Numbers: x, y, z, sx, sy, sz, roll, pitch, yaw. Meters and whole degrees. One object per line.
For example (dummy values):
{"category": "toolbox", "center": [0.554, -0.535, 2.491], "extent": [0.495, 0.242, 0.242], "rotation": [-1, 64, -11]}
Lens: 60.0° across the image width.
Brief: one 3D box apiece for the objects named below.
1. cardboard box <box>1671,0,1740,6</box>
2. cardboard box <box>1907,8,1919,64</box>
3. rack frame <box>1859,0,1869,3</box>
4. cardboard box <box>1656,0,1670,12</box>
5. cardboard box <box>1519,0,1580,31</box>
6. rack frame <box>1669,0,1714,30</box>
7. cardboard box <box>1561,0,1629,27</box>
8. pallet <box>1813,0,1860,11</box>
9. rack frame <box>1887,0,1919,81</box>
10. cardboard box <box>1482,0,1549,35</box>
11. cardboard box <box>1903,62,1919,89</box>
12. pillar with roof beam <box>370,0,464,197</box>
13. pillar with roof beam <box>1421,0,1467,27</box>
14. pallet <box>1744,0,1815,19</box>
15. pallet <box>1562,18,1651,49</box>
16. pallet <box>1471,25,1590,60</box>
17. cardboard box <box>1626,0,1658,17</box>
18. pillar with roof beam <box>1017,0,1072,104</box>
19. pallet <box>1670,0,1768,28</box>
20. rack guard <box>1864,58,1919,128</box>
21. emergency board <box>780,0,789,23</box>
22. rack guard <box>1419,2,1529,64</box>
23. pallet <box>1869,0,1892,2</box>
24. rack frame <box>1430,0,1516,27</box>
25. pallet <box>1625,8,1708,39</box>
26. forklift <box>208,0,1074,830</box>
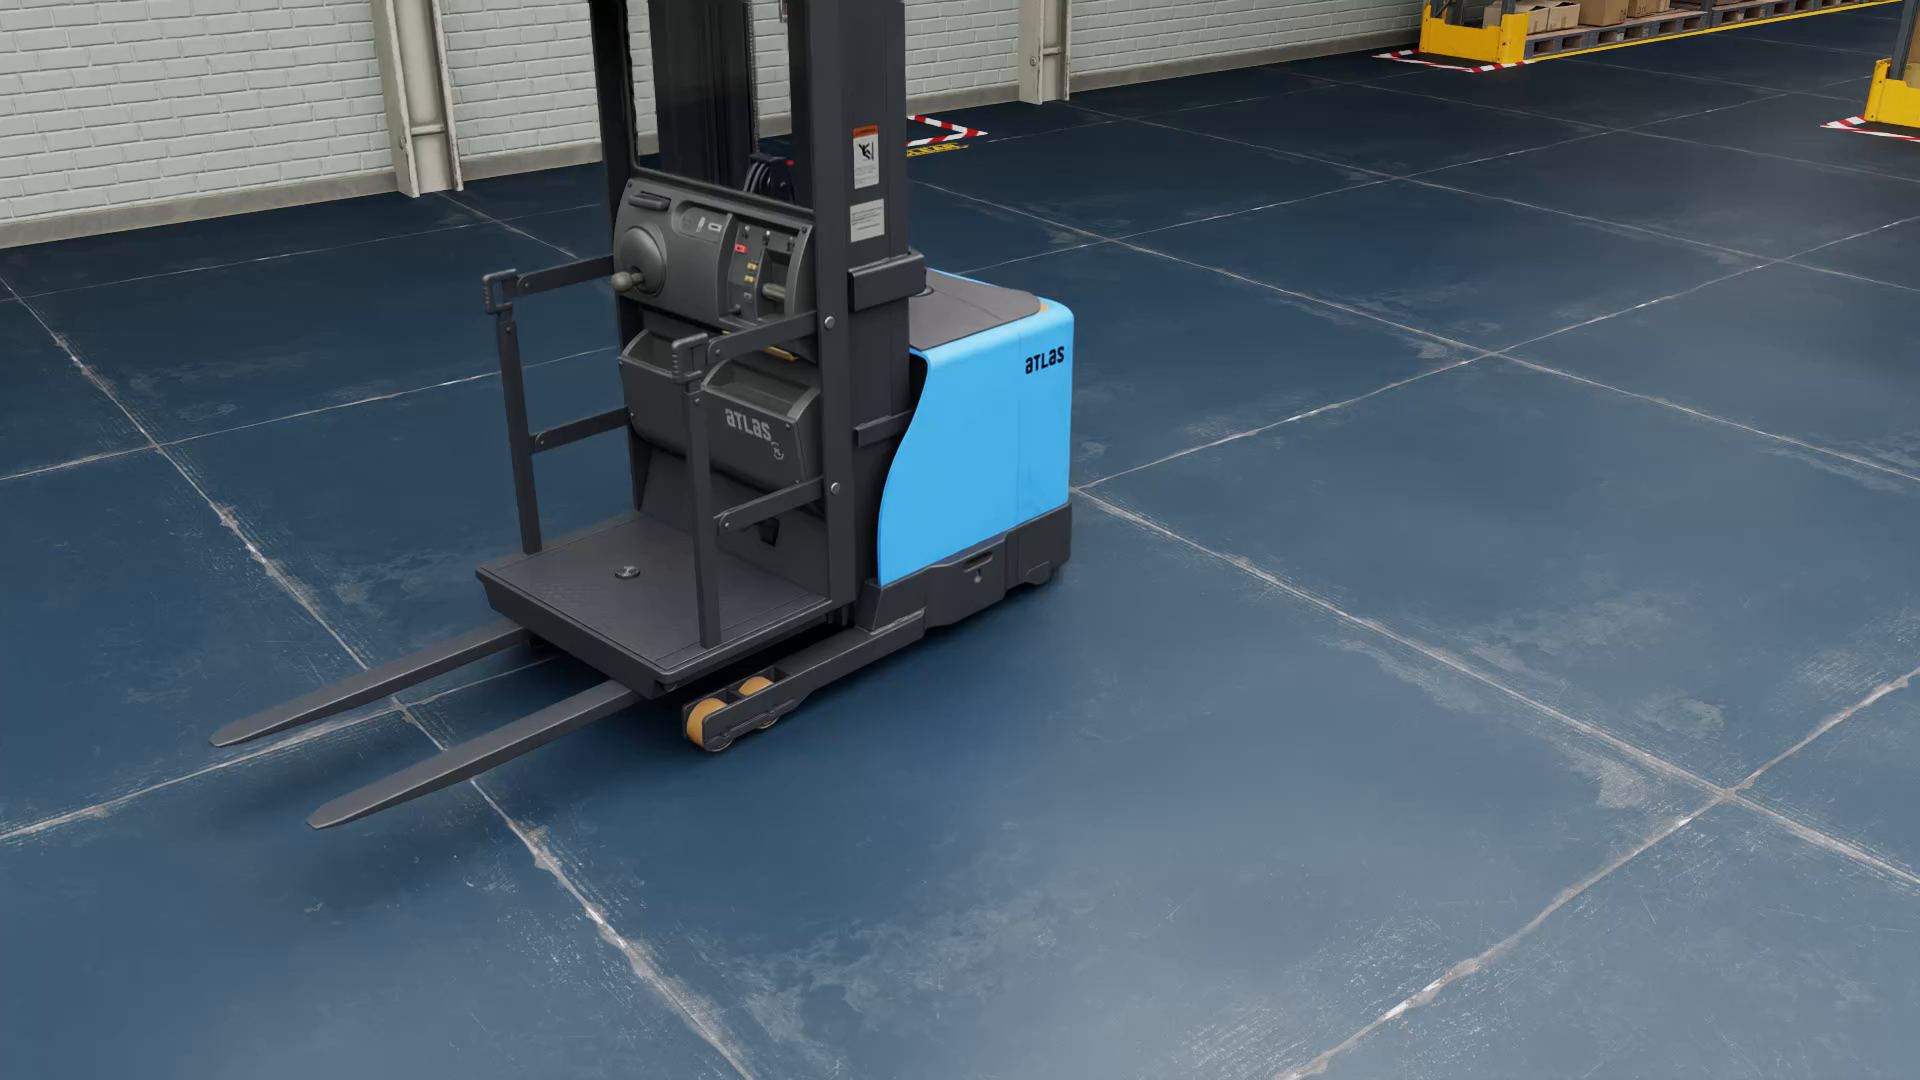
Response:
{"category": "cardboard box", "center": [9.208, -6.912, 20.527], "extent": [0.500, 0.500, 0.700], "rotation": [-17, 30, -32]}
{"category": "cardboard box", "center": [8.789, -4.492, 14.742], "extent": [0.500, 0.500, 0.500], "rotation": [-18, 31, -34]}
{"category": "rack frame", "center": [11.787, -8.689, 21.908], "extent": [0.127, 3.000, 1.000], "rotation": [-18, 31, -34]}
{"category": "cardboard box", "center": [8.237, -6.415, 19.853], "extent": [0.380, 0.166, 0.250], "rotation": [22, 33, 39]}
{"category": "cardboard box", "center": [6.540, -5.889, 18.546], "extent": [0.500, 0.311, 0.500], "rotation": [-15, 29, -30]}
{"category": "rack frame", "center": [8.639, -7.650, 19.670], "extent": [0.127, 3.000, 1.000], "rotation": [-18, 31, -34]}
{"category": "cardboard box", "center": [7.148, -6.148, 18.881], "extent": [0.500, 0.500, 0.700], "rotation": [-21, 32, -37]}
{"category": "pallet", "center": [11.171, -7.221, 22.059], "extent": [1.213, 0.211, 1.003], "rotation": [-18, 31, -34]}
{"category": "rack frame", "center": [8.551, -4.971, 13.897], "extent": [0.127, 3.000, 1.000], "rotation": [-18, 31, -34]}
{"category": "cardboard box", "center": [6.091, -5.740, 18.227], "extent": [0.500, 0.311, 0.500], "rotation": [-23, 33, -40]}
{"category": "cardboard box", "center": [8.791, -4.151, 14.898], "extent": [0.500, 0.250, 0.500], "rotation": [-18, 31, -34]}
{"category": "pillar with roof beam", "center": [-1.278, -5.257, 7.388], "extent": [0.400, 9.000, 9.100], "rotation": [-18, 31, -34]}
{"category": "pillar with roof beam", "center": [8.165, -8.374, 14.104], "extent": [0.400, 9.000, 9.100], "rotation": [-18, 31, -34]}
{"category": "pallet", "center": [10.211, -6.906, 21.380], "extent": [1.213, 0.211, 1.003], "rotation": [-18, 31, -34]}
{"category": "pallet", "center": [7.172, -5.880, 19.169], "extent": [1.213, 0.211, 1.003], "rotation": [-18, 31, -34]}
{"category": "pallet", "center": [6.212, -5.565, 18.490], "extent": [1.213, 0.211, 1.003], "rotation": [-18, 31, -34]}
{"category": "cardboard box", "center": [7.847, -6.433, 19.494], "extent": [0.500, 0.500, 0.500], "rotation": [-21, 32, -38]}
{"category": "pillar with roof beam", "center": [3.443, -6.815, 10.746], "extent": [0.400, 9.000, 9.100], "rotation": [-18, 31, -34]}
{"category": "pallet", "center": [9.251, -6.588, 20.693], "extent": [1.213, 0.211, 1.003], "rotation": [-18, 31, -34]}
{"category": "rack guard", "center": [8.532, -3.830, 14.410], "extent": [0.348, 0.500, 1.175], "rotation": [-18, 31, -34]}
{"category": "emergency board", "center": [-1.181, -4.891, 13.726], "extent": [0.643, 1.169, 0.194], "rotation": [-18, 31, -34]}
{"category": "rack guard", "center": [5.551, -5.496, 17.999], "extent": [0.348, 0.500, 1.175], "rotation": [-18, 31, -34]}
{"category": "pallet", "center": [12.454, -7.604, 22.883], "extent": [1.213, 0.211, 1.003], "rotation": [-18, 31, -34]}
{"category": "rack frame", "center": [5.491, -6.611, 17.431], "extent": [0.127, 3.000, 1.000], "rotation": [-18, 31, -34]}
{"category": "pallet", "center": [8.132, -6.199, 19.855], "extent": [1.213, 0.211, 1.003], "rotation": [-18, 31, -34]}
{"category": "forklift", "center": [-0.951, -0.899, 5.205], "extent": [1.130, 2.935, 3.031], "rotation": [22, 33, 39]}
